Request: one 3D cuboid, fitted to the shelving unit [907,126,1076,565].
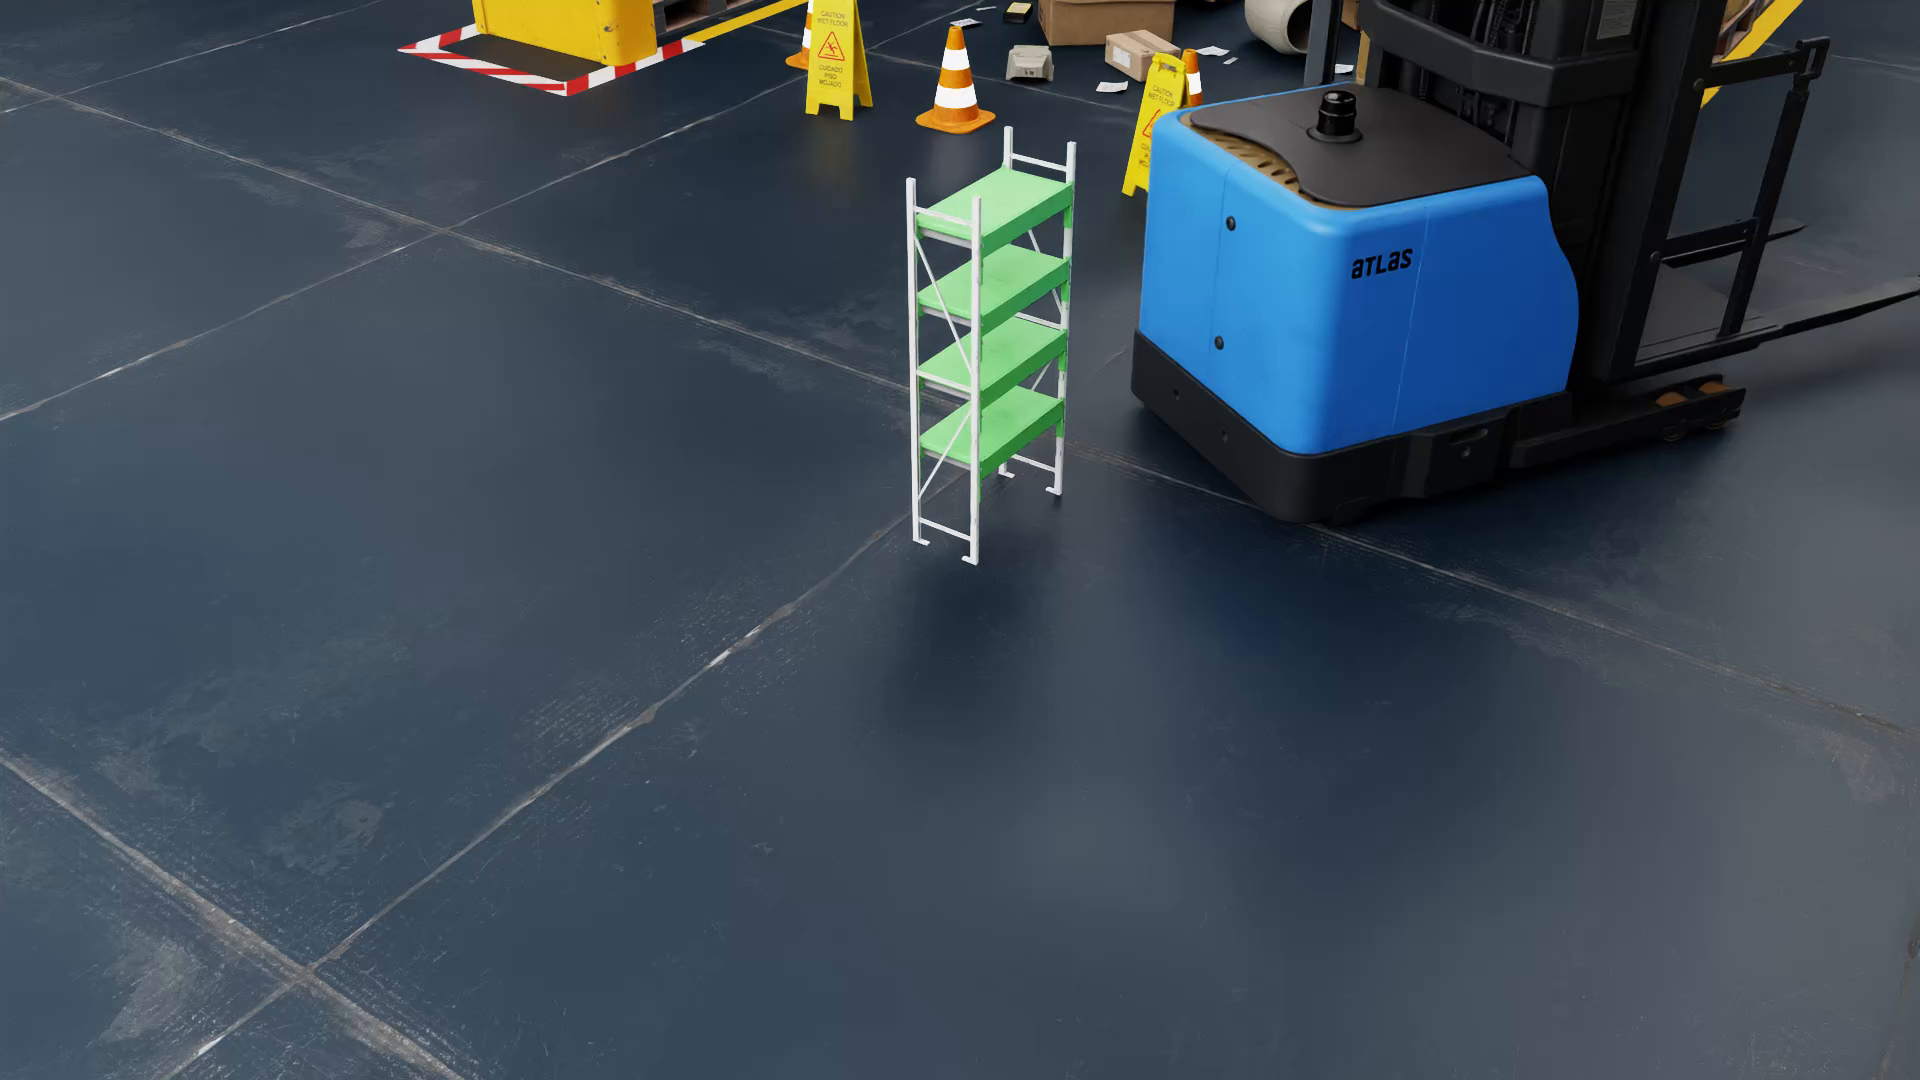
[{"bbox_3d":[0.094,-0.573,5.027,0.258,1.200,0.503,21,39,28],"label":"shelving unit"}]

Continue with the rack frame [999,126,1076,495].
[{"bbox_3d":[0.234,-0.685,5.193,0.240,1.200,0.015,21,39,28],"label":"rack frame"}]

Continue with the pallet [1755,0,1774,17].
[{"bbox_3d":[4.622,-3.596,10.380,1.003,0.211,1.213,21,39,28],"label":"pallet"}]

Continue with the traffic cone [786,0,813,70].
[{"bbox_3d":[-0.756,-2.826,9.017,0.336,0.463,0.334,21,39,28],"label":"traffic cone"}]

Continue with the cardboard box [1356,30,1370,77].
[{"bbox_3d":[2.142,-2.349,7.457,0.500,0.500,0.500,22,40,28],"label":"cardboard box"}]

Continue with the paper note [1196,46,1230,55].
[{"bbox_3d":[1.410,-2.731,9.272,0.142,0.019,0.148,-22,40,-29],"label":"paper note"}]

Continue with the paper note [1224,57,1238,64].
[{"bbox_3d":[1.488,-2.632,9.134,0.032,0.001,0.123,21,39,28],"label":"paper note"}]

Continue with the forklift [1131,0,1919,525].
[{"bbox_3d":[2.168,-1.809,5.309,3.031,2.935,1.130,-14,37,-20],"label":"forklift"}]

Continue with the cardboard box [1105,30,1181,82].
[{"bbox_3d":[0.986,-2.619,8.990,0.250,0.149,0.380,-15,37,-21],"label":"cardboard box"}]

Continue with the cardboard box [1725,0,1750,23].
[{"bbox_3d":[4.063,-3.070,9.191,0.500,0.250,0.500,23,40,30],"label":"cardboard box"}]

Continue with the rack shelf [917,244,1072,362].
[{"bbox_3d":[0.094,-0.719,4.928,0.258,0.148,0.480,21,39,28],"label":"rack shelf"}]

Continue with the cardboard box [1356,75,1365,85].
[{"bbox_3d":[2.153,-2.056,7.692,0.500,0.250,0.500,21,39,28],"label":"cardboard box"}]

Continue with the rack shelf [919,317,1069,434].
[{"bbox_3d":[0.094,-0.520,5.062,0.258,0.148,0.480,21,39,28],"label":"rack shelf"}]

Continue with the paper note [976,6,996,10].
[{"bbox_3d":[0.155,-3.178,9.940,0.123,0.001,0.032,-15,37,-21],"label":"paper note"}]

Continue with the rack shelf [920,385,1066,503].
[{"bbox_3d":[0.094,-0.321,5.197,0.258,0.148,0.480,21,39,28],"label":"rack shelf"}]

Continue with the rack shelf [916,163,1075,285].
[{"bbox_3d":[0.094,-0.918,4.793,0.258,0.148,0.480,21,39,28],"label":"rack shelf"}]

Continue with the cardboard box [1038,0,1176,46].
[{"bbox_3d":[0.821,-3.135,9.436,0.797,0.503,0.637,-3,34,-4],"label":"cardboard box"}]

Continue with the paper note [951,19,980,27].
[{"bbox_3d":[0.040,-3.016,9.684,0.142,0.017,0.144,-22,40,-29],"label":"paper note"}]

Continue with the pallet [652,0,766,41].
[{"bbox_3d":[-1.834,-3.324,9.977,1.003,0.211,1.213,21,39,28],"label":"pallet"}]

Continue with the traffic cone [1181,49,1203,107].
[{"bbox_3d":[1.084,-2.111,7.958,0.336,0.463,0.334,21,39,28],"label":"traffic cone"}]

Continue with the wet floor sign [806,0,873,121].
[{"bbox_3d":[-0.615,-2.465,8.320,0.267,0.644,0.232,14,37,20],"label":"wet floor sign"}]

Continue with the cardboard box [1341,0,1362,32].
[{"bbox_3d":[2.451,-3.300,9.681,0.500,0.500,0.500,-9,35,-13],"label":"cardboard box"}]

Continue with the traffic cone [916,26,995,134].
[{"bbox_3d":[-0.021,-2.309,8.251,0.336,0.463,0.334,21,39,28],"label":"traffic cone"}]

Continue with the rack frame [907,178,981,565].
[{"bbox_3d":[-0.045,-0.461,4.860,0.240,1.200,0.015,21,39,28],"label":"rack frame"}]

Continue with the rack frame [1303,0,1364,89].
[{"bbox_3d":[1.899,-2.552,6.346,1.000,3.000,0.127,21,39,28],"label":"rack frame"}]

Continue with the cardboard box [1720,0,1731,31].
[{"bbox_3d":[3.768,-2.821,8.824,0.500,0.250,0.500,20,39,27],"label":"cardboard box"}]

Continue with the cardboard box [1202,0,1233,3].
[{"bbox_3d":[1.347,-3.624,10.039,0.797,0.637,0.503,21,39,28],"label":"cardboard box"}]

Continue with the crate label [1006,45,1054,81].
[{"bbox_3d":[0.376,-2.556,8.907,0.250,0.136,0.298,3,34,4],"label":"crate label"}]

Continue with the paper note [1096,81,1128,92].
[{"bbox_3d":[0.803,-2.393,8.761,0.148,0.019,0.142,8,35,12],"label":"paper note"}]

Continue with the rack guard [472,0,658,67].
[{"bbox_3d":[-2.239,-3.040,9.299,1.175,0.500,0.348,21,39,28],"label":"rack guard"}]

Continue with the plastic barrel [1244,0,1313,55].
[{"bbox_3d":[1.833,-2.919,9.188,0.421,0.421,0.512,-9,35,-13],"label":"plastic barrel"}]

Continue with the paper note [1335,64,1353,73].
[{"bbox_3d":[2.056,-2.564,9.014,0.142,0.019,0.148,8,35,12],"label":"paper note"}]

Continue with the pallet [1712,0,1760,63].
[{"bbox_3d":[3.826,-2.917,9.375,1.003,0.211,1.213,21,39,28],"label":"pallet"}]

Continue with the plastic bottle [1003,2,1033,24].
[{"bbox_3d":[0.350,-3.119,9.807,0.133,0.061,0.283,8,35,12],"label":"plastic bottle"}]

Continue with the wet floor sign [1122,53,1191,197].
[{"bbox_3d":[0.912,-1.831,7.382,0.232,0.644,0.267,-22,40,-29],"label":"wet floor sign"}]
